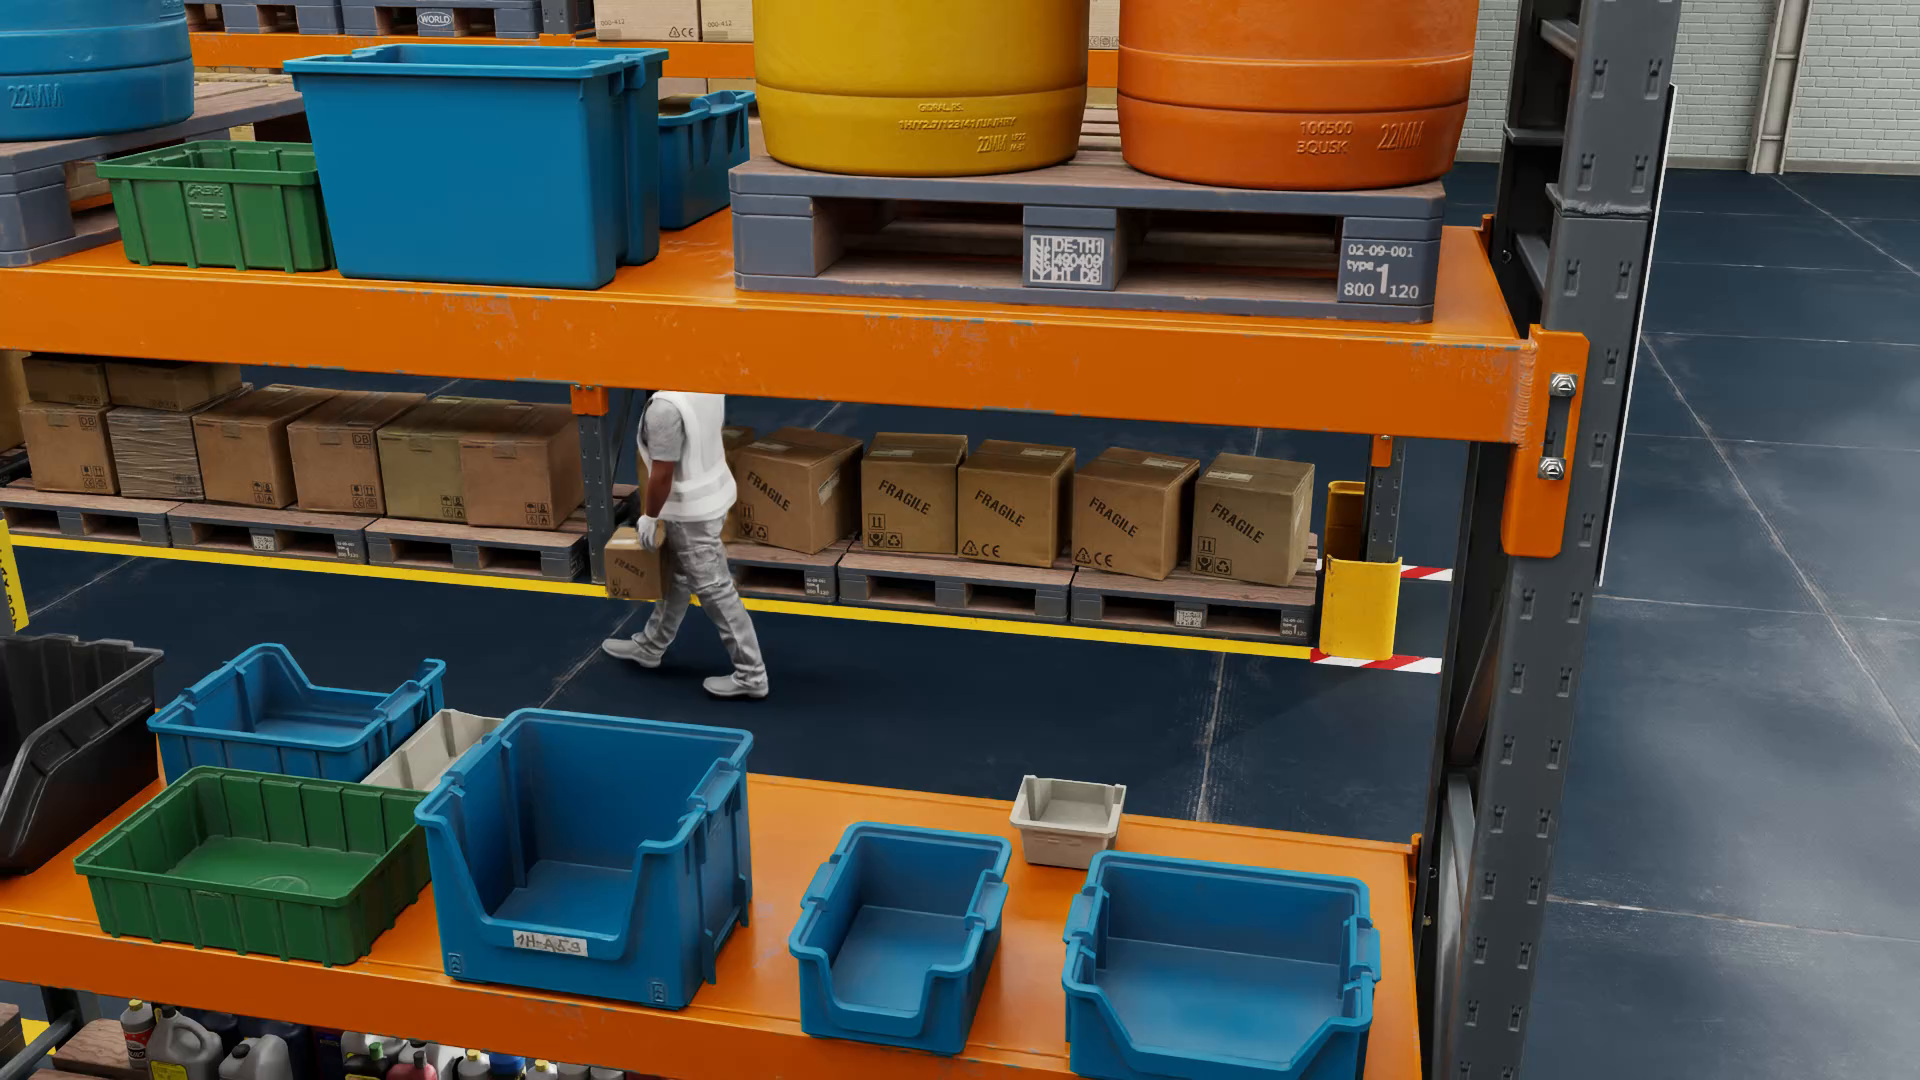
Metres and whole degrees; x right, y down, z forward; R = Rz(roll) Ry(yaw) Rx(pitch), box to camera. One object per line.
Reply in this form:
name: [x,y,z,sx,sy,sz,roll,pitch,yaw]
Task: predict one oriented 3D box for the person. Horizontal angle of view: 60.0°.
person: [-1.306,-0.150,7.420,0.882,1.750,0.553,4,22,11]
